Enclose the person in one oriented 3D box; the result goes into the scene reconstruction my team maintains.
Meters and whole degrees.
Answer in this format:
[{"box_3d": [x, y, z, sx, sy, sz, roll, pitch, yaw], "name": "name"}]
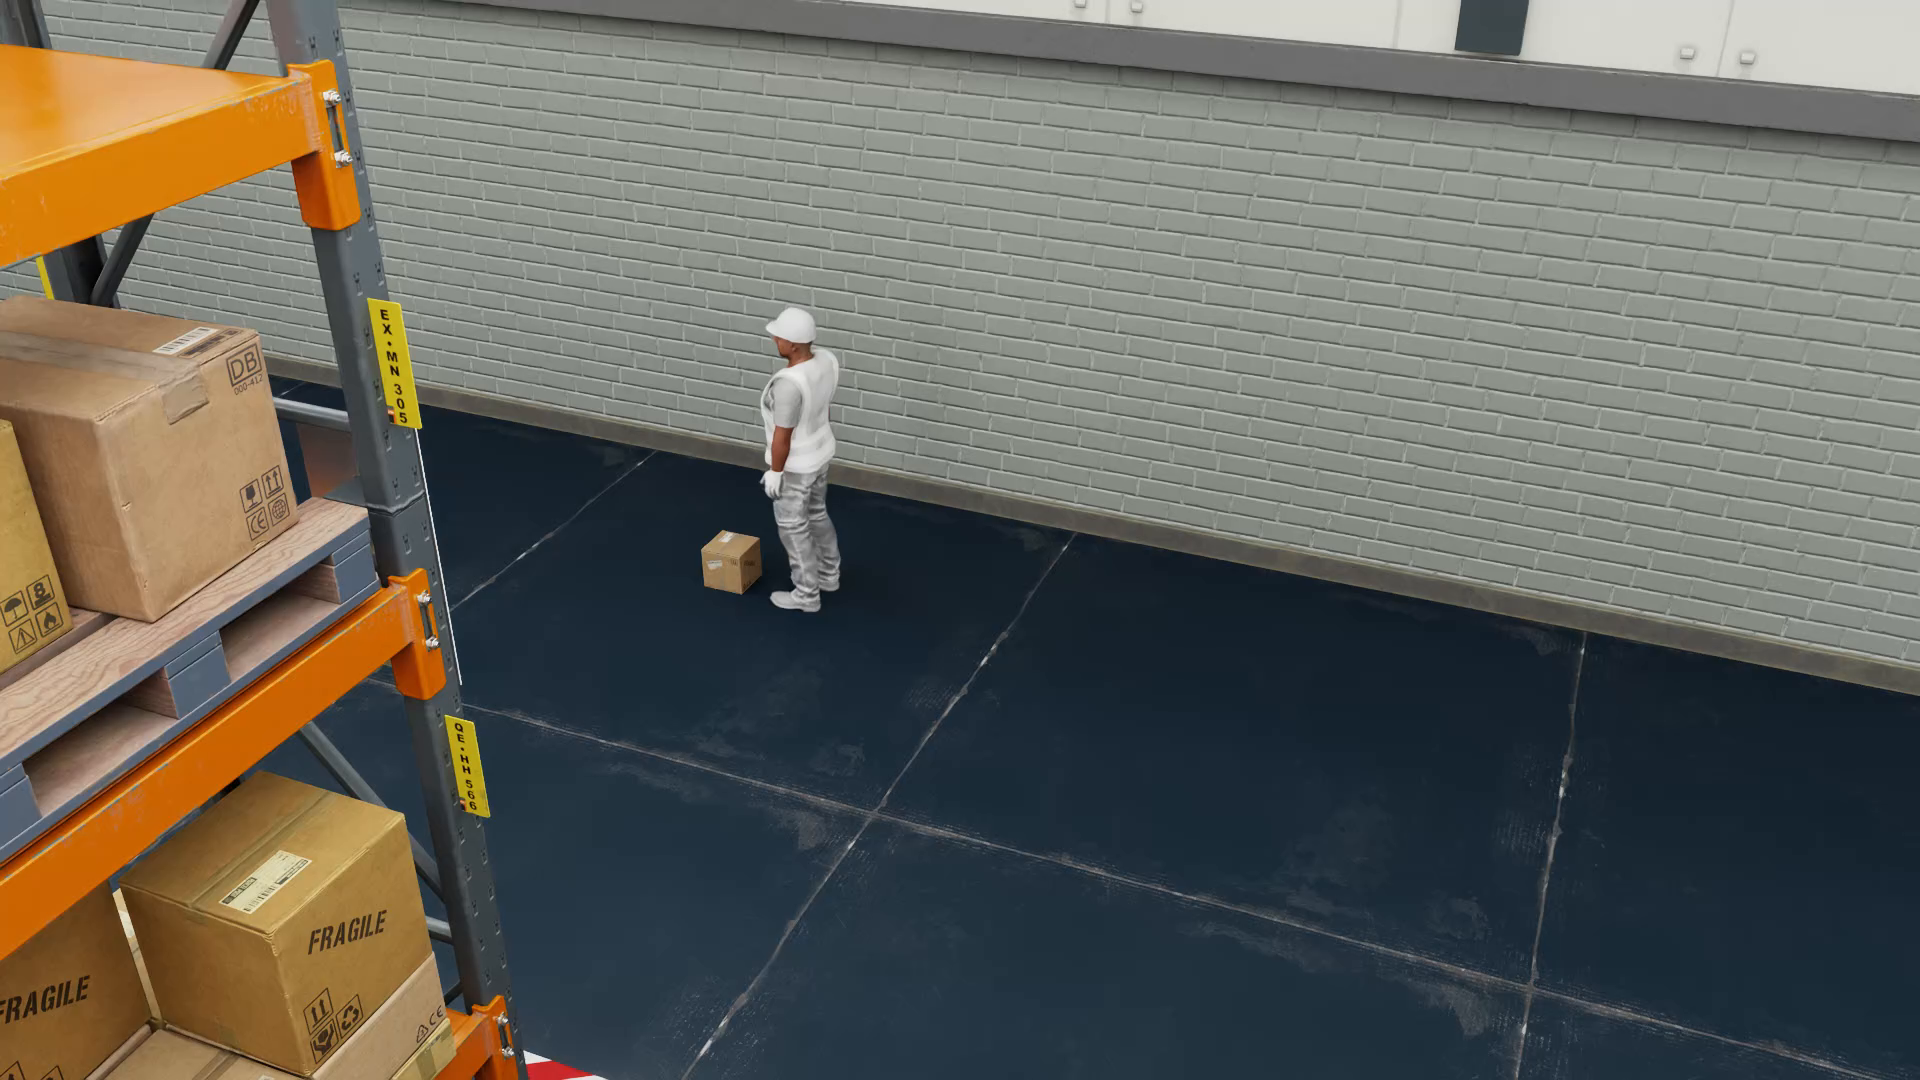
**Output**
[{"box_3d": [-0.885, -0.441, 9.165, 0.359, 1.780, 0.545, 12, 32, 20], "name": "person"}]
